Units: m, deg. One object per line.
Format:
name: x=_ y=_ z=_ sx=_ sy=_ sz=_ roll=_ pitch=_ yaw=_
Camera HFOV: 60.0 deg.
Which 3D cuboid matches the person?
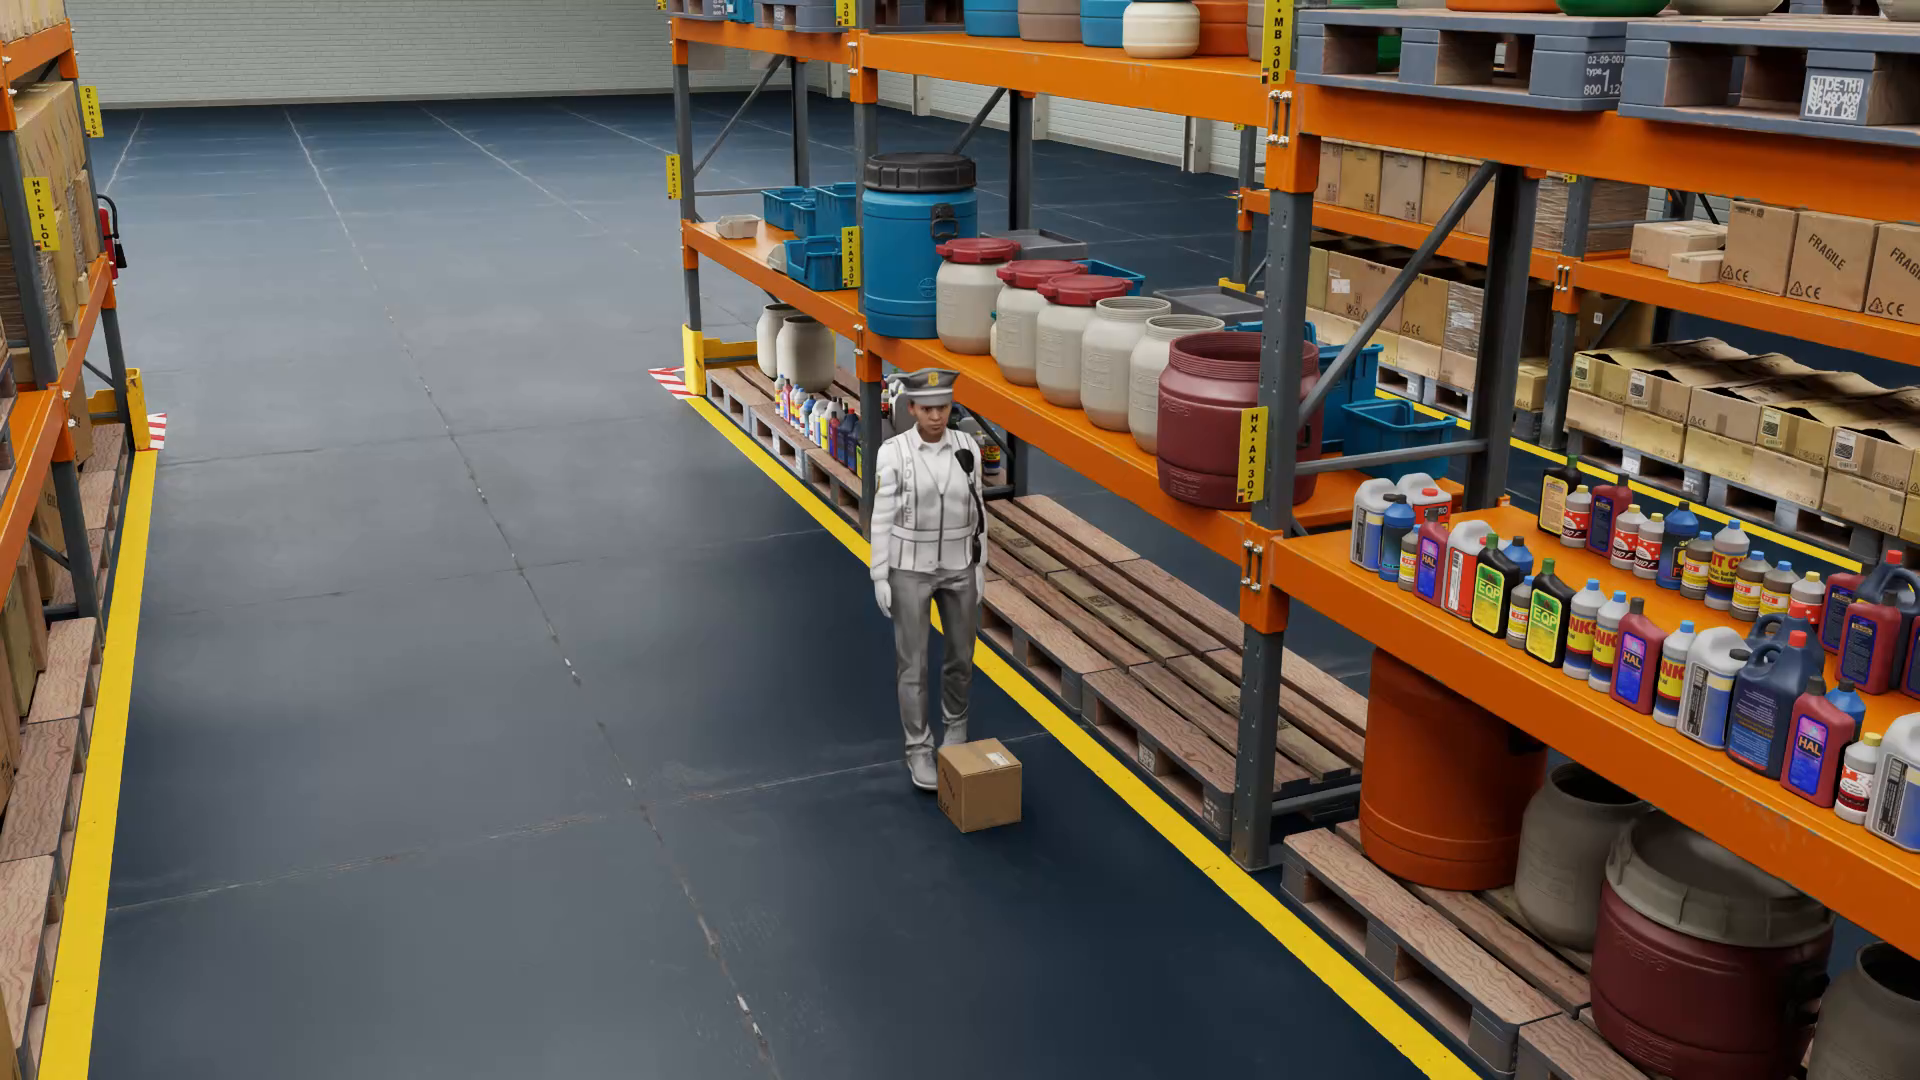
person: x=-0.113 y=0.140 z=6.633 sx=0.501 sy=1.698 sz=0.542 roll=-6 pitch=20 yaw=-16
